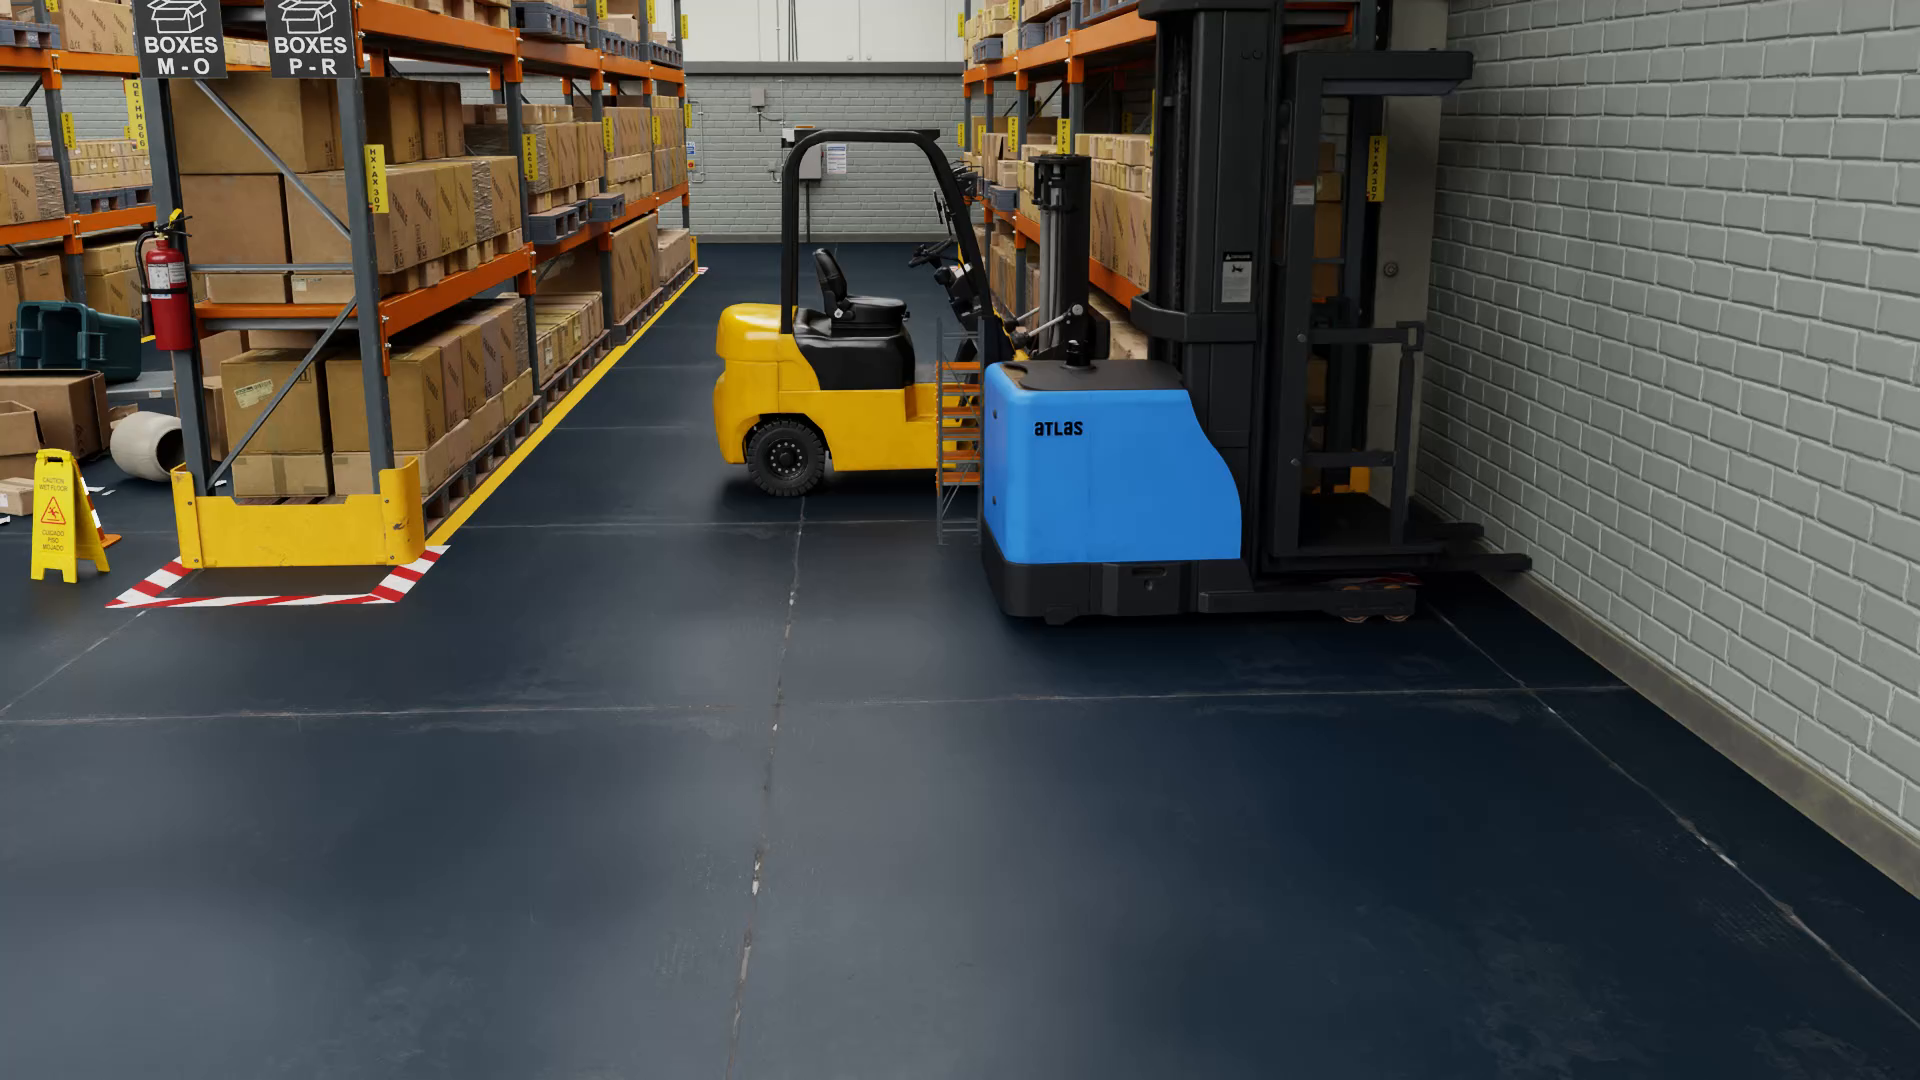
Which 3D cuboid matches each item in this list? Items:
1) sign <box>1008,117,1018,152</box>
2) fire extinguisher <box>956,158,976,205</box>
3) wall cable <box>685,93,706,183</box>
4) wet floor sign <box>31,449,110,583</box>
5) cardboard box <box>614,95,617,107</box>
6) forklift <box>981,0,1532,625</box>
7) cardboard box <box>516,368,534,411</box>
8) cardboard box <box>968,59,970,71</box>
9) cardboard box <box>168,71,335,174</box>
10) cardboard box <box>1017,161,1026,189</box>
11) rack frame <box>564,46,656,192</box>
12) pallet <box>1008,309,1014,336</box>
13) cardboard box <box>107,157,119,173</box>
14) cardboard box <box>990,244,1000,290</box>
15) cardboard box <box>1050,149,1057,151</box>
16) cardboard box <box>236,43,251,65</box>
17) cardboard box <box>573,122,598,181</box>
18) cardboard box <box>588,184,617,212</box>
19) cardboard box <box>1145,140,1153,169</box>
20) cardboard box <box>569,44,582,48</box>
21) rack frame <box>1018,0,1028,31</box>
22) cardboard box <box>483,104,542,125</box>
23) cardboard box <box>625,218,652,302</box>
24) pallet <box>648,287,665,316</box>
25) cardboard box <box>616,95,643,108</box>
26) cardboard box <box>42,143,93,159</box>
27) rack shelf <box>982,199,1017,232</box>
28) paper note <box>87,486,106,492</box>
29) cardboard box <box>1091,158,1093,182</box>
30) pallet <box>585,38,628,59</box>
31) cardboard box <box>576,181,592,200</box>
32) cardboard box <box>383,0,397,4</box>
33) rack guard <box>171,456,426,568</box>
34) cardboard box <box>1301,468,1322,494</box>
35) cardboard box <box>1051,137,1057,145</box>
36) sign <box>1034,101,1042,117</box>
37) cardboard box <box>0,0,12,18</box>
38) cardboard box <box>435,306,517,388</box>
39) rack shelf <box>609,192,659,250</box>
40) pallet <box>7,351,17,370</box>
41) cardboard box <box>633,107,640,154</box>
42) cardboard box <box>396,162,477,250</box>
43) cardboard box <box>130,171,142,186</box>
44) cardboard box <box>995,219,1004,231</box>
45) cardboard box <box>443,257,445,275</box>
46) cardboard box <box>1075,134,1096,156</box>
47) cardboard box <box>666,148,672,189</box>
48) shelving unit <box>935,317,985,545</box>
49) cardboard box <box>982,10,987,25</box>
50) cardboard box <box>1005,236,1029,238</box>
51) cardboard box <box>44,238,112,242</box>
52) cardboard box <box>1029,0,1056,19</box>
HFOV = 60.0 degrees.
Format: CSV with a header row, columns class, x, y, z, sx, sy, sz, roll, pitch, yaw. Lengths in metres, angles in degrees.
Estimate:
class,x,y,z,sx,sy,sz,roll,pitch,yaw
sign,0.515,-3.919,16.073,0.100,0.325,0.005,-1,14,-3
fire extinguisher,0.090,-5.208,24.152,0.296,0.674,0.183,-1,14,-3
wall cable,-4.766,-7.228,28.998,0.585,1.953,0.123,-1,14,-3
wet floor sign,-4.458,-0.136,8.260,0.267,0.644,0.232,4,15,16
cardboard box,-4.396,-5.372,20.377,0.380,0.149,0.250,-1,14,-3
forklift,1.656,-1.172,7.698,3.031,2.935,1.130,-1,14,-6
cardboard box,-3.345,-1.064,11.816,0.500,0.250,0.500,0,14,-1
cardboard box,0.303,-6.452,22.569,0.380,0.149,0.250,-1,14,-2
cardboard box,-3.651,-2.140,8.521,0.700,0.500,0.500,-1,14,-5
cardboard box,0.815,-3.462,15.760,0.500,0.250,0.500,-1,14,-3
rack frame,-4.145,-4.324,19.814,1.000,3.000,0.127,-1,14,-3
pallet,1.048,-2.243,17.320,1.003,0.211,1.213,-1,14,-3
cardboard box,-8.716,-3.774,16.737,0.380,0.149,0.250,-1,14,-3
cardboard box,0.614,-3.271,19.893,0.500,0.500,0.500,0,14,-1
cardboard box,0.953,-3.174,13.839,0.380,0.149,0.250,-1,14,-3
cardboard box,-8.885,-5.846,20.011,0.500,0.250,0.500,-1,14,-4
cardboard box,-3.549,-3.488,14.924,0.500,0.500,0.500,-1,14,-4
cardboard box,-3.677,-3.383,16.454,0.500,0.250,0.500,-1,14,-4
cardboard box,1.230,-2.135,9.207,0.380,0.149,0.250,-1,14,-2
cardboard box,-3.645,-4.524,15.073,0.380,0.149,0.250,-1,14,-3
rack frame,1.057,-6.312,15.501,1.000,3.000,0.127,-1,14,-3
cardboard box,-3.326,-3.167,12.374,0.380,0.149,0.250,-1,14,-4
cardboard box,-3.963,-3.121,18.559,0.875,0.875,0.875,0,14,-2
pallet,-4.022,-2.783,19.420,1.003,0.211,1.213,-1,14,-3
cardboard box,-3.906,-5.254,19.916,0.380,0.149,0.250,-1,14,-4
cardboard box,-8.686,-3.783,16.175,0.380,0.149,0.250,-1,14,-5
rack shelf,0.933,-3.556,18.271,1.077,0.370,4.000,-1,14,-3
paper note,-5.350,-0.314,10.210,0.148,0.019,0.142,4,15,16
cardboard box,1.064,-2.500,11.222,0.380,0.149,0.250,-1,14,-2
pallet,-4.062,-5.128,17.297,1.003,0.211,1.213,0,14,-1
cardboard box,-3.454,-3.075,14.619,0.380,0.149,0.250,-1,14,-2
cardboard box,-3.186,-2.889,8.719,0.380,0.149,0.250,0,14,-2
rack guard,-3.406,-0.148,8.599,1.175,0.500,0.348,-1,14,-3
cardboard box,1.717,-0.414,9.293,0.500,0.250,0.500,-1,14,-3
cardboard box,1.181,-3.789,16.691,0.500,0.500,0.500,0,14,-1
sign,1.116,-6.114,23.812,0.100,0.325,0.005,-1,14,-3
cardboard box,-8.575,-4.674,14.577,0.380,0.166,0.250,-1,14,-3
cardboard box,-3.312,-1.300,11.230,0.500,0.500,0.500,-1,14,-2
rack shelf,-4.021,-3.479,17.970,1.077,0.370,4.000,-1,14,-3
pallet,-8.858,-1.680,15.133,1.003,0.211,1.213,-1,14,-3
cardboard box,-3.816,-4.495,18.269,0.500,0.500,0.500,0,14,-2
cardboard box,-3.262,-2.036,10.123,0.500,0.500,0.500,-1,14,-5
cardboard box,-8.742,-3.754,17.258,0.380,0.149,0.250,-1,14,-3
cardboard box,0.626,-3.761,19.897,0.380,0.149,0.250,-1,14,-4
cardboard box,-3.277,-1.628,9.839,0.380,0.149,0.250,0,14,-2
cardboard box,1.028,-2.835,11.926,0.380,0.149,0.250,-1,14,-2
cardboard box,-3.964,-4.743,21.238,0.500,0.500,0.500,-1,14,-3
shelving unit,0.001,-0.577,8.863,0.258,1.200,0.189,-1,14,-3
cardboard box,0.450,-5.919,18.854,0.380,0.149,0.250,-1,14,-4
cardboard box,0.718,-3.416,19.156,0.380,0.149,0.250,-1,14,-4
cardboard box,-9.194,-3.002,17.343,0.500,0.250,0.500,-1,14,-2
cardboard box,0.989,-4.852,14.601,0.700,0.500,0.500,-1,14,-5
